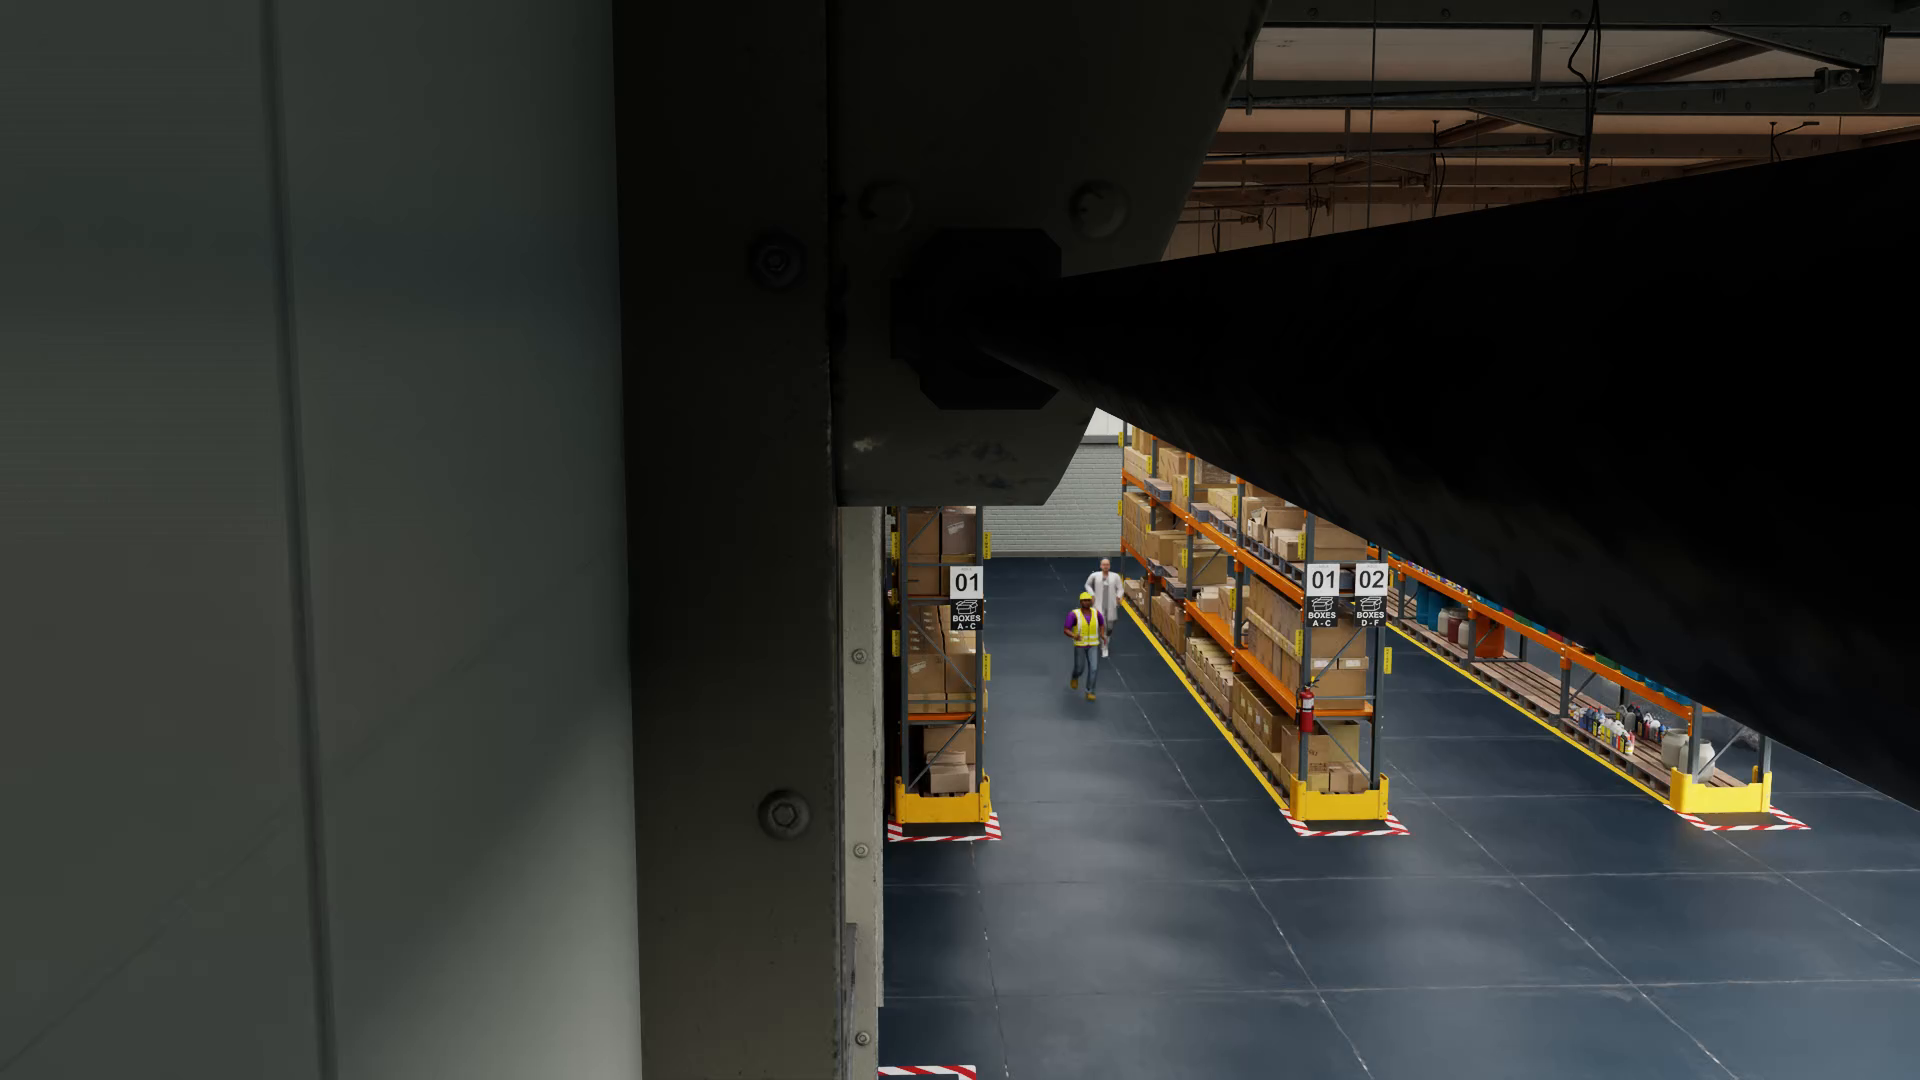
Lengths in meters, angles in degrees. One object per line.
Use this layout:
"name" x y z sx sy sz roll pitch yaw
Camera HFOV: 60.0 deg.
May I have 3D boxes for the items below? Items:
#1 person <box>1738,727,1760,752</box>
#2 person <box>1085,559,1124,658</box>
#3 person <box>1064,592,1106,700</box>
"person" 11.482 2.126 23.741 0.635 1.824 0.752 -3 9 -21
"person" 2.635 1.221 30.336 0.711 1.765 0.807 0 8 1
"person" 2.037 1.702 26.937 0.714 1.731 0.791 -2 8 -11
